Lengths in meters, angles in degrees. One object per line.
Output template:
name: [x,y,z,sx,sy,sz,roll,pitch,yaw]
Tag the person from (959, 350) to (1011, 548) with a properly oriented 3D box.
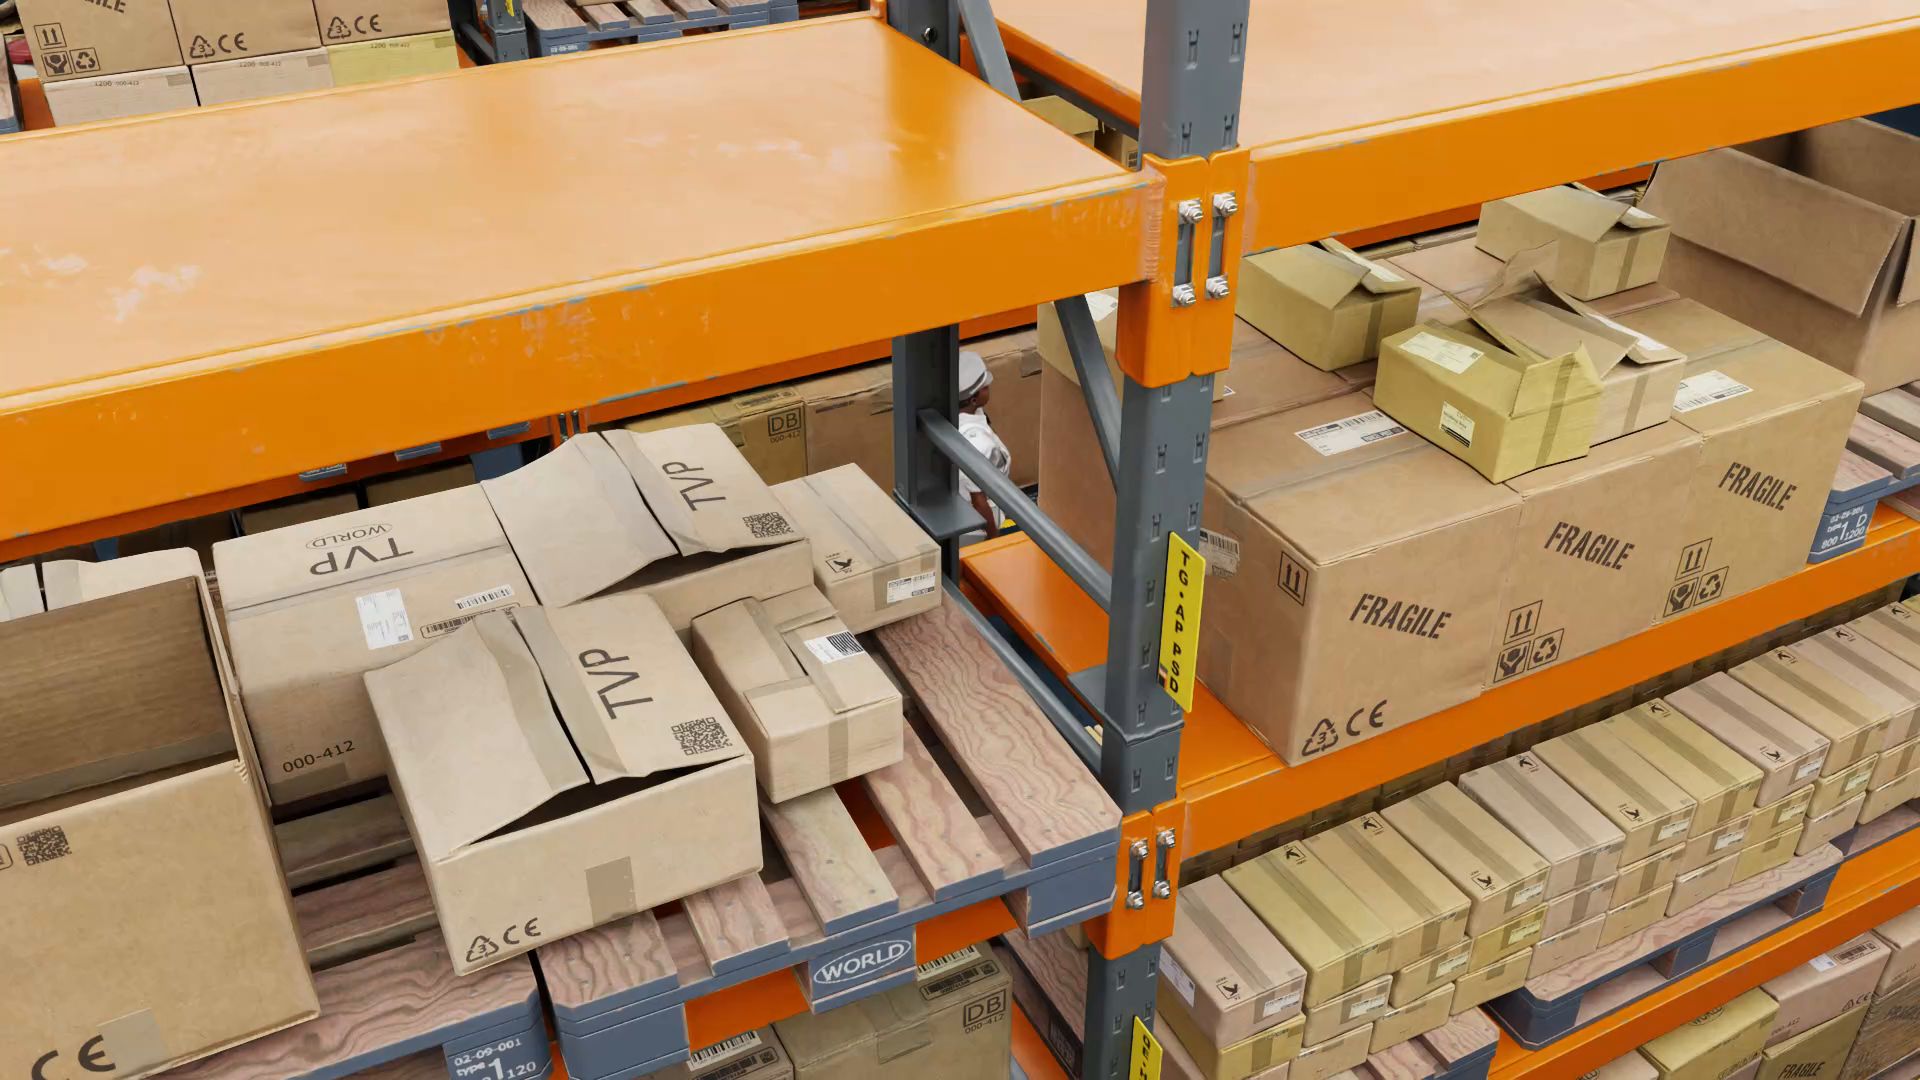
person: [0.039,-0.086,7.677,0.393,1.701,0.481,-11,35,-17]
